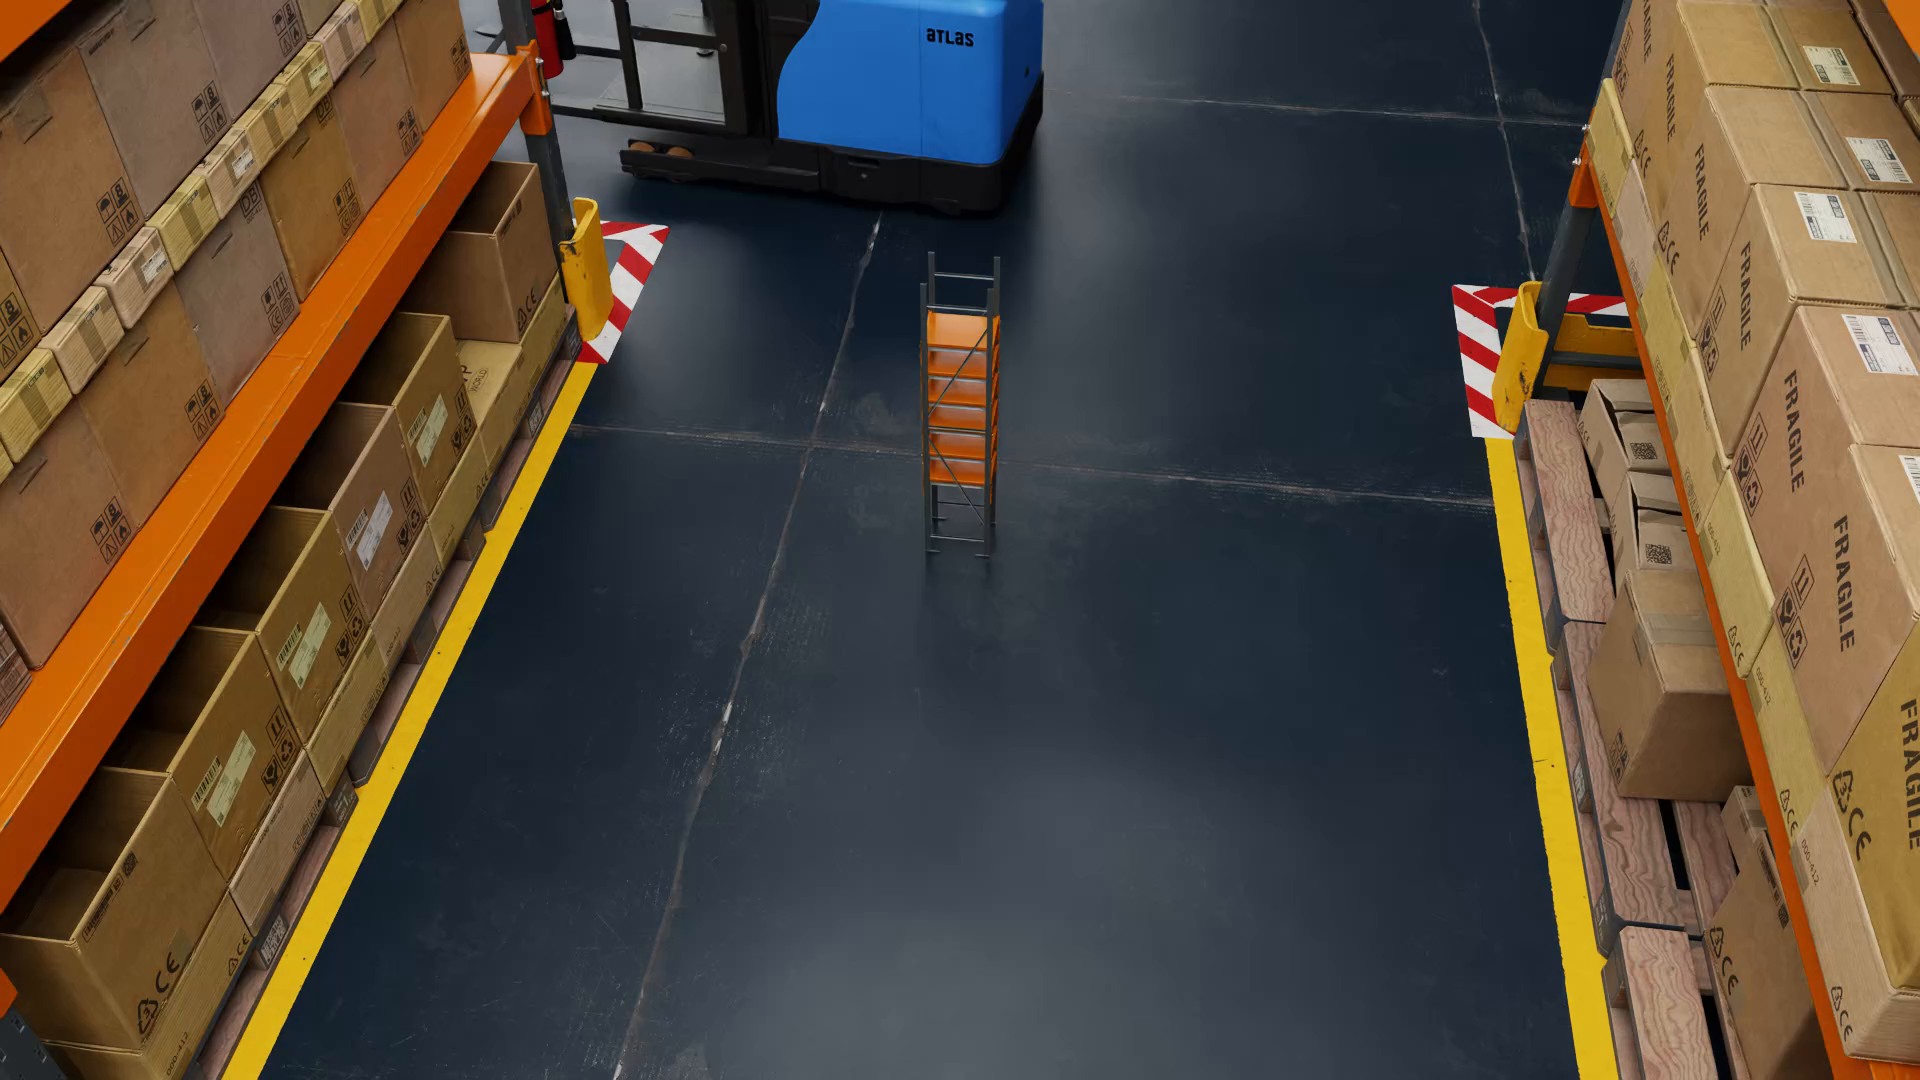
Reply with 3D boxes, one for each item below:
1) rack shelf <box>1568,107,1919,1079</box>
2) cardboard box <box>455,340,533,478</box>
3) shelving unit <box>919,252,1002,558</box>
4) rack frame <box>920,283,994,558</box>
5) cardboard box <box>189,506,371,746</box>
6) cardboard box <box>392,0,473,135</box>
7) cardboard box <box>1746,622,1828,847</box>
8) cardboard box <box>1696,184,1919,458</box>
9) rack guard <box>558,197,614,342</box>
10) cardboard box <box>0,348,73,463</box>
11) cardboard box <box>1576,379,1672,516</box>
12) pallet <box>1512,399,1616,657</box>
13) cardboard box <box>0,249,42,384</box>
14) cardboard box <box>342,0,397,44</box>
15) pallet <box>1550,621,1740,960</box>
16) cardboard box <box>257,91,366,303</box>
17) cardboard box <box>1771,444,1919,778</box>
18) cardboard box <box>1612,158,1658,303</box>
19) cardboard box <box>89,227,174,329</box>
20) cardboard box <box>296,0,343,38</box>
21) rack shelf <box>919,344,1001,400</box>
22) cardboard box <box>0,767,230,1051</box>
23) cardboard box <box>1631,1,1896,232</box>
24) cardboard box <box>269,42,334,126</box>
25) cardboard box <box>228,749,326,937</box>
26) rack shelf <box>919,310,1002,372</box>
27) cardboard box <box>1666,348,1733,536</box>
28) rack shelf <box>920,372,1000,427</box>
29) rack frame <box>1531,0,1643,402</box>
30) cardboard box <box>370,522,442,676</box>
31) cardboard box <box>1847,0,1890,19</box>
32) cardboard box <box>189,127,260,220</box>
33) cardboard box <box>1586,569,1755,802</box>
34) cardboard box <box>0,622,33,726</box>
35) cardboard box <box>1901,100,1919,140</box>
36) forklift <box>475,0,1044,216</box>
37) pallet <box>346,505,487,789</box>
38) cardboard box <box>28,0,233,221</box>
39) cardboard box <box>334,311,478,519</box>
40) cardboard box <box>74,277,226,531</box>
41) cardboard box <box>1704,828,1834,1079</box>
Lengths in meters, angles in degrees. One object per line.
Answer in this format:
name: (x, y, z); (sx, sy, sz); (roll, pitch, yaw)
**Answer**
rack shelf: (2.521, -0.017, 4.610); (1.077, 0.370, 4.000); (5, 44, 6)
cardboard box: (-1.958, -0.509, 6.301); (0.500, 0.250, 0.500); (5, 44, 6)
shelving unit: (0.002, -0.446, 5.848); (0.258, 1.200, 0.189); (5, 44, 6)
rack frame: (-0.010, -0.383, 5.782); (0.240, 1.200, 0.006); (5, 44, 6)
cardboard box: (-2.151, 0.241, 4.963); (0.500, 0.500, 0.500); (5, 44, 6)
cardboard box: (-2.200, -1.809, 5.906); (0.700, 0.500, 0.500); (5, 44, 6)
cardboard box: (2.092, 0.443, 3.696); (0.500, 0.250, 0.500); (5, 44, 6)
cardboard box: (2.218, -0.528, 4.175); (0.500, 0.500, 0.500); (6, 44, 7)
rack guard: (-2.123, -1.198, 7.152); (1.175, 0.500, 0.348); (5, 44, 6)
cardboard box: (-2.328, -0.327, 3.869); (0.380, 0.149, 0.250); (5, 44, 5)
cardboard box: (2.604, -0.362, 6.086); (0.500, 0.311, 0.500); (1, 43, 1)
pallet: (2.633, -0.027, 6.125); (1.003, 0.211, 1.213); (5, 44, 6)
cardboard box: (-2.537, -0.518, 3.599); (0.700, 0.500, 0.500); (5, 44, 5)
cardboard box: (-2.054, -1.731, 5.352); (0.380, 0.149, 0.250); (5, 44, 5)
pallet: (2.469, 0.802, 5.249); (1.003, 0.211, 1.213); (5, 44, 6)
cardboard box: (-2.336, -1.112, 5.170); (0.700, 0.500, 0.500); (6, 44, 6)
cardboard box: (2.072, 0.168, 3.440); (0.500, 0.500, 0.500); (5, 44, 5)
cardboard box: (2.351, -0.936, 5.151); (0.500, 0.250, 0.500); (4, 44, 4)
cardboard box: (-2.261, -0.679, 4.241); (0.380, 0.149, 0.250); (4, 44, 4)
cardboard box: (-2.271, -1.885, 5.043); (0.700, 0.500, 0.500); (4, 44, 4)
rack shelf: (0.002, -0.588, 5.713); (0.258, 0.103, 0.180); (5, 44, 6)
cardboard box: (-2.283, 0.923, 4.243); (0.500, 0.500, 0.500); (5, 44, 6)
cardboard box: (2.349, -1.233, 4.919); (0.500, 0.500, 0.500); (5, 44, 6)
cardboard box: (-2.124, -1.380, 4.982); (0.380, 0.149, 0.250); (6, 44, 7)
cardboard box: (-2.222, 0.854, 4.861); (0.500, 0.250, 0.500); (5, 44, 6)
rack shelf: (0.002, -0.675, 5.631); (0.258, 0.103, 0.180); (5, 44, 6)
cardboard box: (2.209, -0.245, 4.421); (0.500, 0.250, 0.500); (6, 44, 6)
rack shelf: (0.002, -0.500, 5.796); (0.258, 0.103, 0.180); (5, 44, 6)
rack frame: (2.785, -1.642, 5.802); (1.000, 3.000, 0.127); (5, 44, 6)
cardboard box: (-2.090, 0.172, 5.581); (0.500, 0.250, 0.500); (5, 44, 6)
cardboard box: (2.933, -1.526, 5.229); (0.500, 0.500, 0.500); (5, 44, 5)
cardboard box: (-2.190, -1.026, 4.608); (0.380, 0.149, 0.250); (5, 44, 5)
cardboard box: (2.382, 0.454, 5.087); (0.700, 0.500, 0.500); (3, 44, 3)
cardboard box: (-2.602, 0.297, 3.681); (0.700, 0.500, 0.500); (4, 44, 4)
cardboard box: (2.793, -0.831, 4.495); (0.500, 0.500, 0.500); (4, 44, 4)
forklift: (-1.158, -3.138, 7.433); (3.031, 2.935, 1.130); (10, 44, 10)
pallet: (-2.349, 0.277, 5.804); (1.003, 0.211, 1.213); (5, 44, 6)
cardboard box: (-2.403, -1.200, 4.319); (0.700, 0.500, 0.500); (5, 44, 6)
cardboard box: (-2.019, -0.440, 5.682); (0.500, 0.500, 0.500); (5, 44, 6)
cardboard box: (-2.469, -0.404, 4.422); (0.700, 0.500, 0.500); (6, 44, 6)
cardboard box: (2.354, 1.121, 4.382); (0.500, 0.500, 0.500); (2, 43, 2)
